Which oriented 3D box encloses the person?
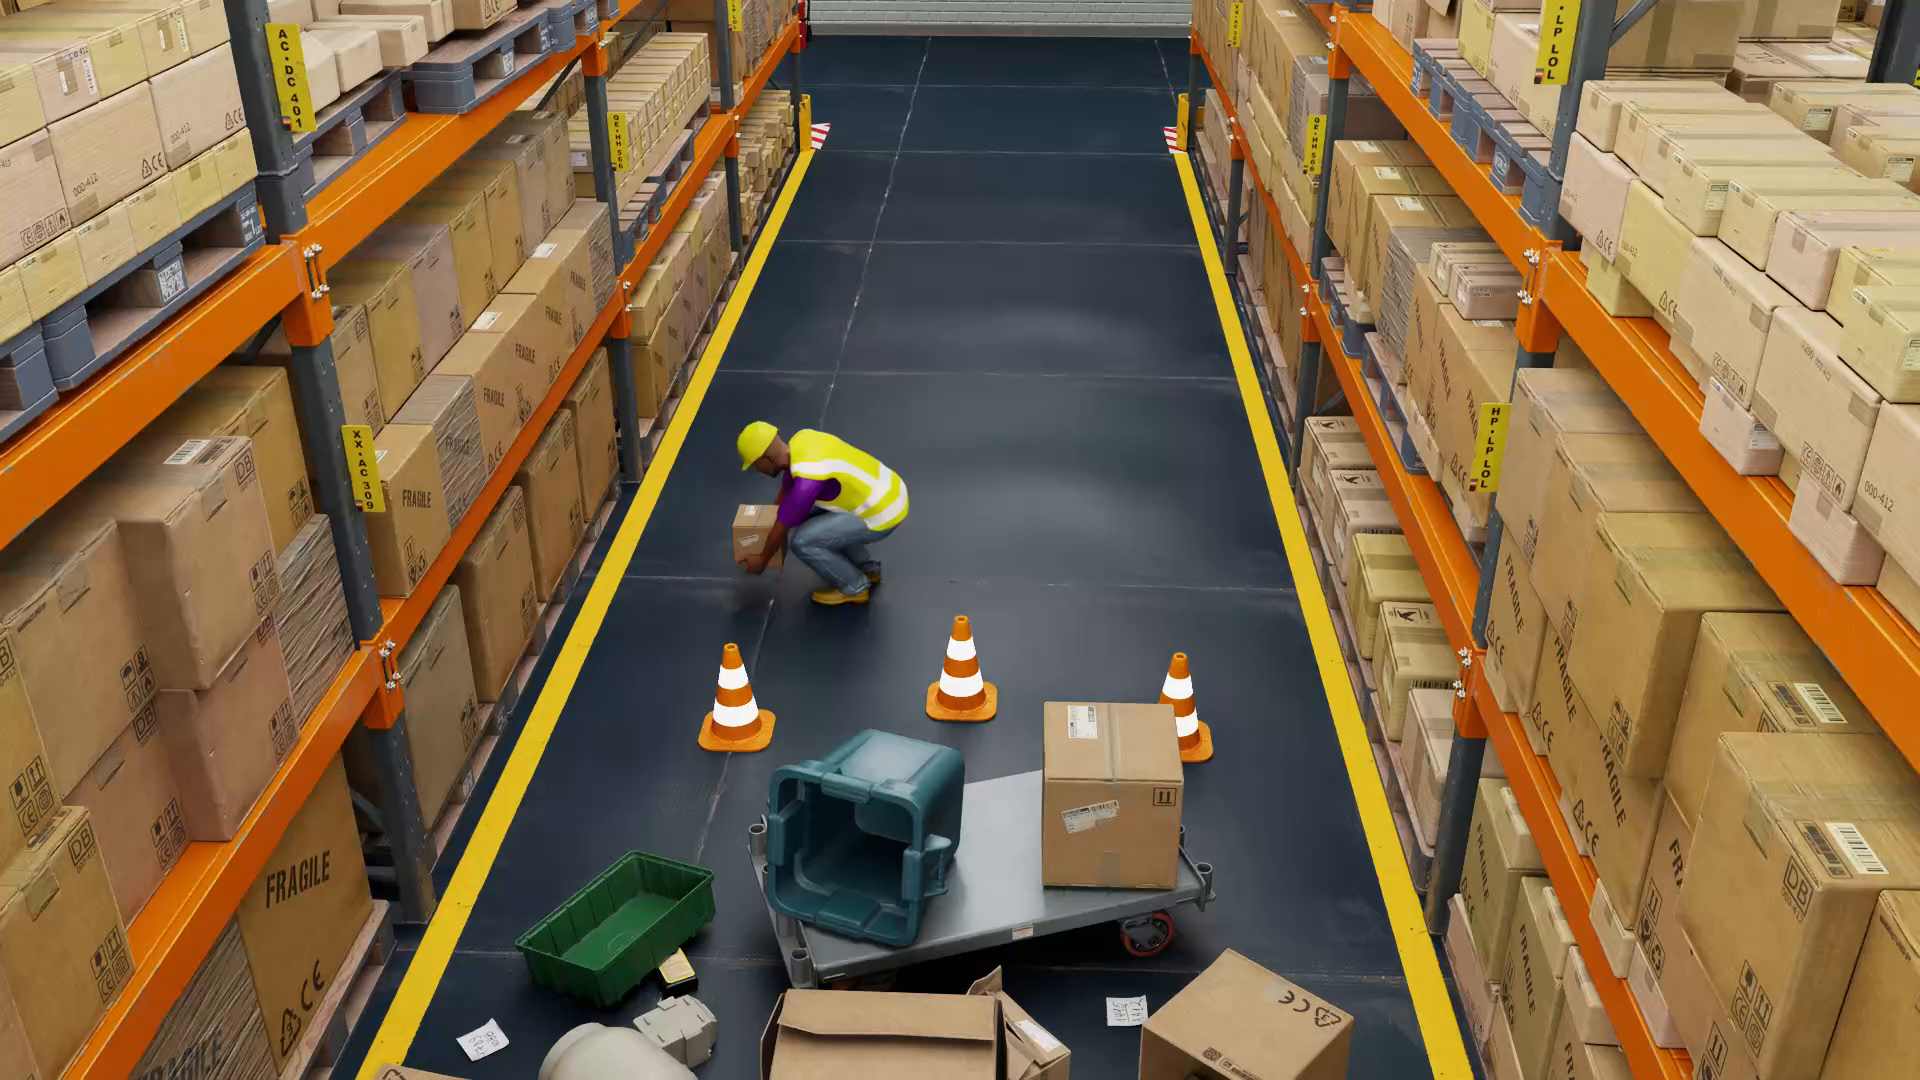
[{"bbox_3d":[-0.722,-0.158,8.714,0.905,1.011,0.541,0,28,1],"label":"person"}]
